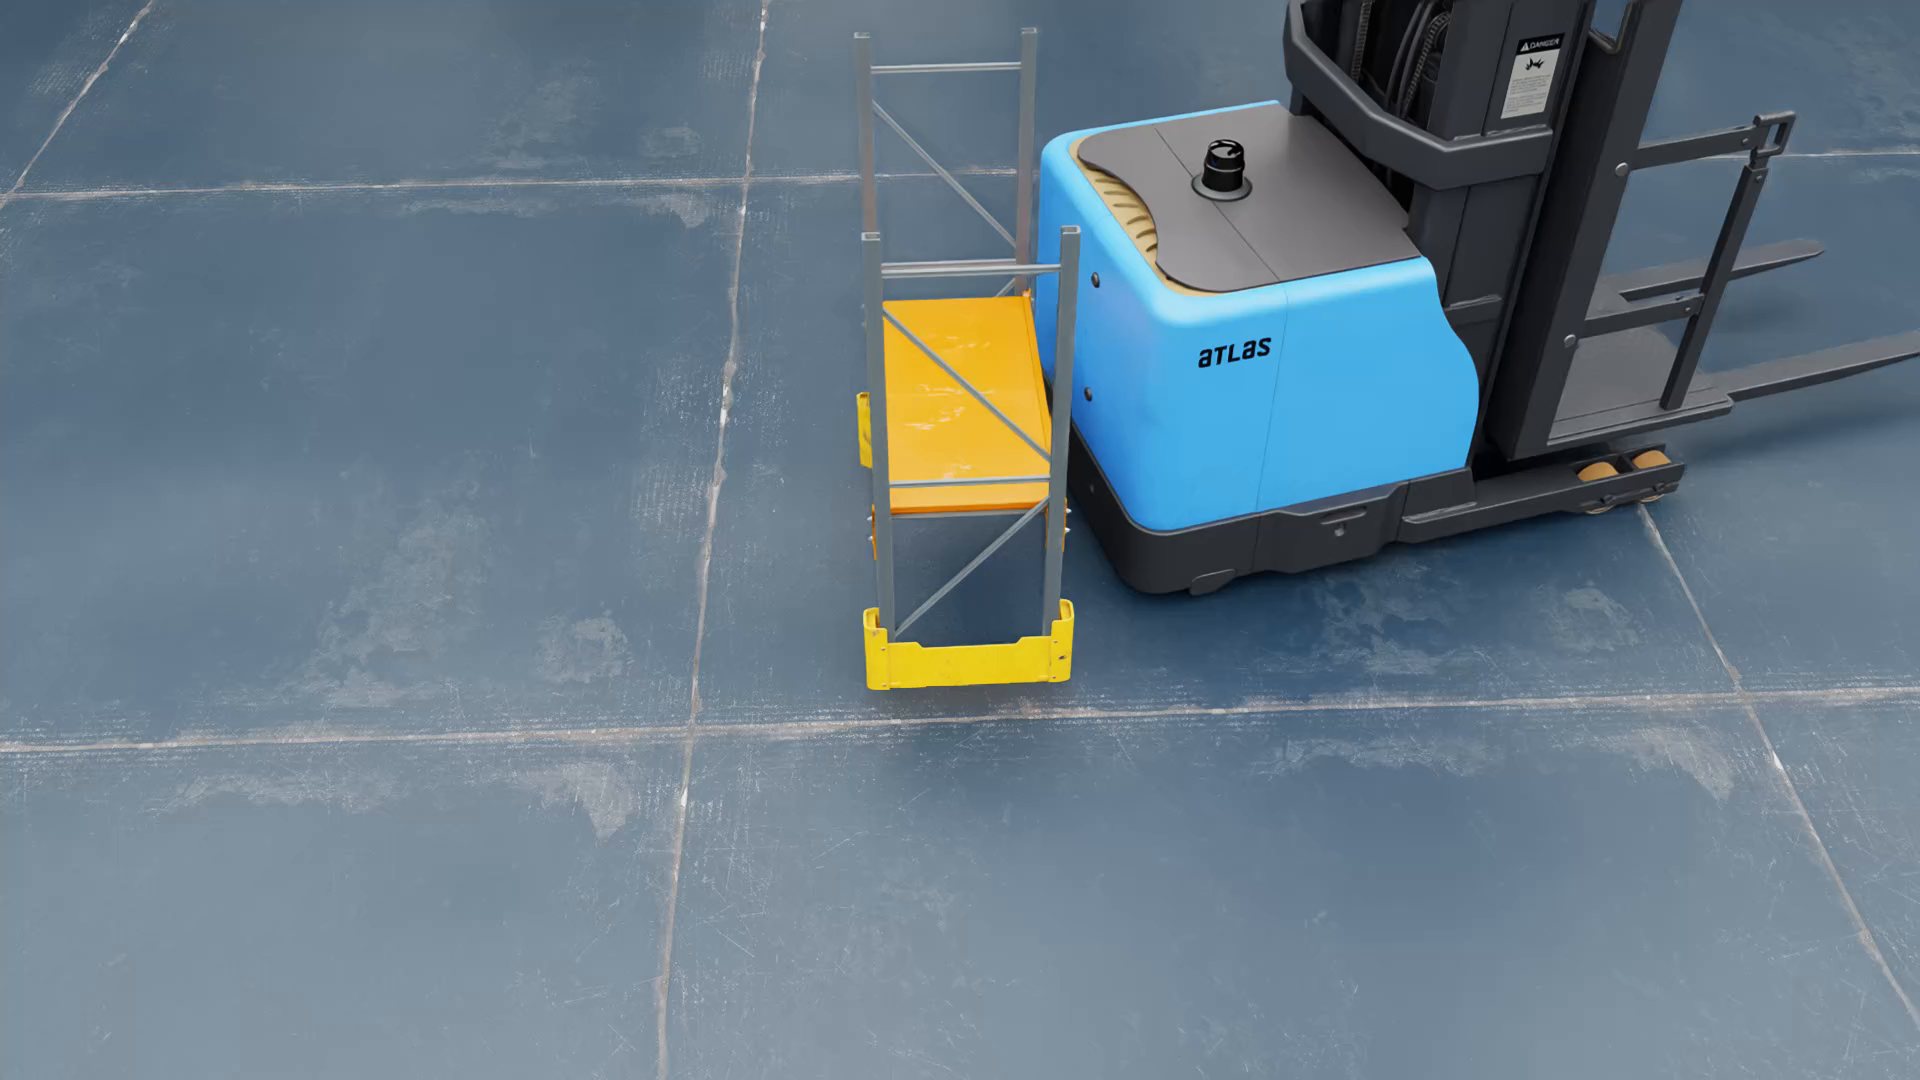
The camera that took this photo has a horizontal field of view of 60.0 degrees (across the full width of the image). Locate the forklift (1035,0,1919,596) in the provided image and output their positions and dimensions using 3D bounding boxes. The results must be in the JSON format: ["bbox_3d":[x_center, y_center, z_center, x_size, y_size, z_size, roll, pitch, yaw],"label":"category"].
[{"bbox_3d":[1.805,-1.493,4.710,3.031,2.935,1.130,-12,44,-13],"label":"forklift"}]

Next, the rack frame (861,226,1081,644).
[{"bbox_3d":[0.025,-0.148,4.301,0.500,1.500,0.032,-2,43,-3],"label":"rack frame"}]

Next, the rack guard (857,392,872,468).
[{"bbox_3d":[-0.039,-0.372,5.471,0.587,0.250,0.087,-2,43,-3],"label":"rack guard"}]

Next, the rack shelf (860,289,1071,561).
[{"bbox_3d":[-0.007,-0.358,4.797,0.538,0.185,1.000,-2,43,-3],"label":"rack shelf"}]

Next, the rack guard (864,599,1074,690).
[{"bbox_3d":[0.024,0.300,4.738,0.587,0.250,0.087,-2,43,-3],"label":"rack guard"}]

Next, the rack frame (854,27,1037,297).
[{"bbox_3d":[-0.039,-0.833,5.049,0.500,1.500,0.032,-2,43,-3],"label":"rack frame"}]

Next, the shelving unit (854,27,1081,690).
[{"bbox_3d":[-0.007,-0.497,4.682,0.587,1.500,1.083,-2,43,-3],"label":"shelving unit"}]
